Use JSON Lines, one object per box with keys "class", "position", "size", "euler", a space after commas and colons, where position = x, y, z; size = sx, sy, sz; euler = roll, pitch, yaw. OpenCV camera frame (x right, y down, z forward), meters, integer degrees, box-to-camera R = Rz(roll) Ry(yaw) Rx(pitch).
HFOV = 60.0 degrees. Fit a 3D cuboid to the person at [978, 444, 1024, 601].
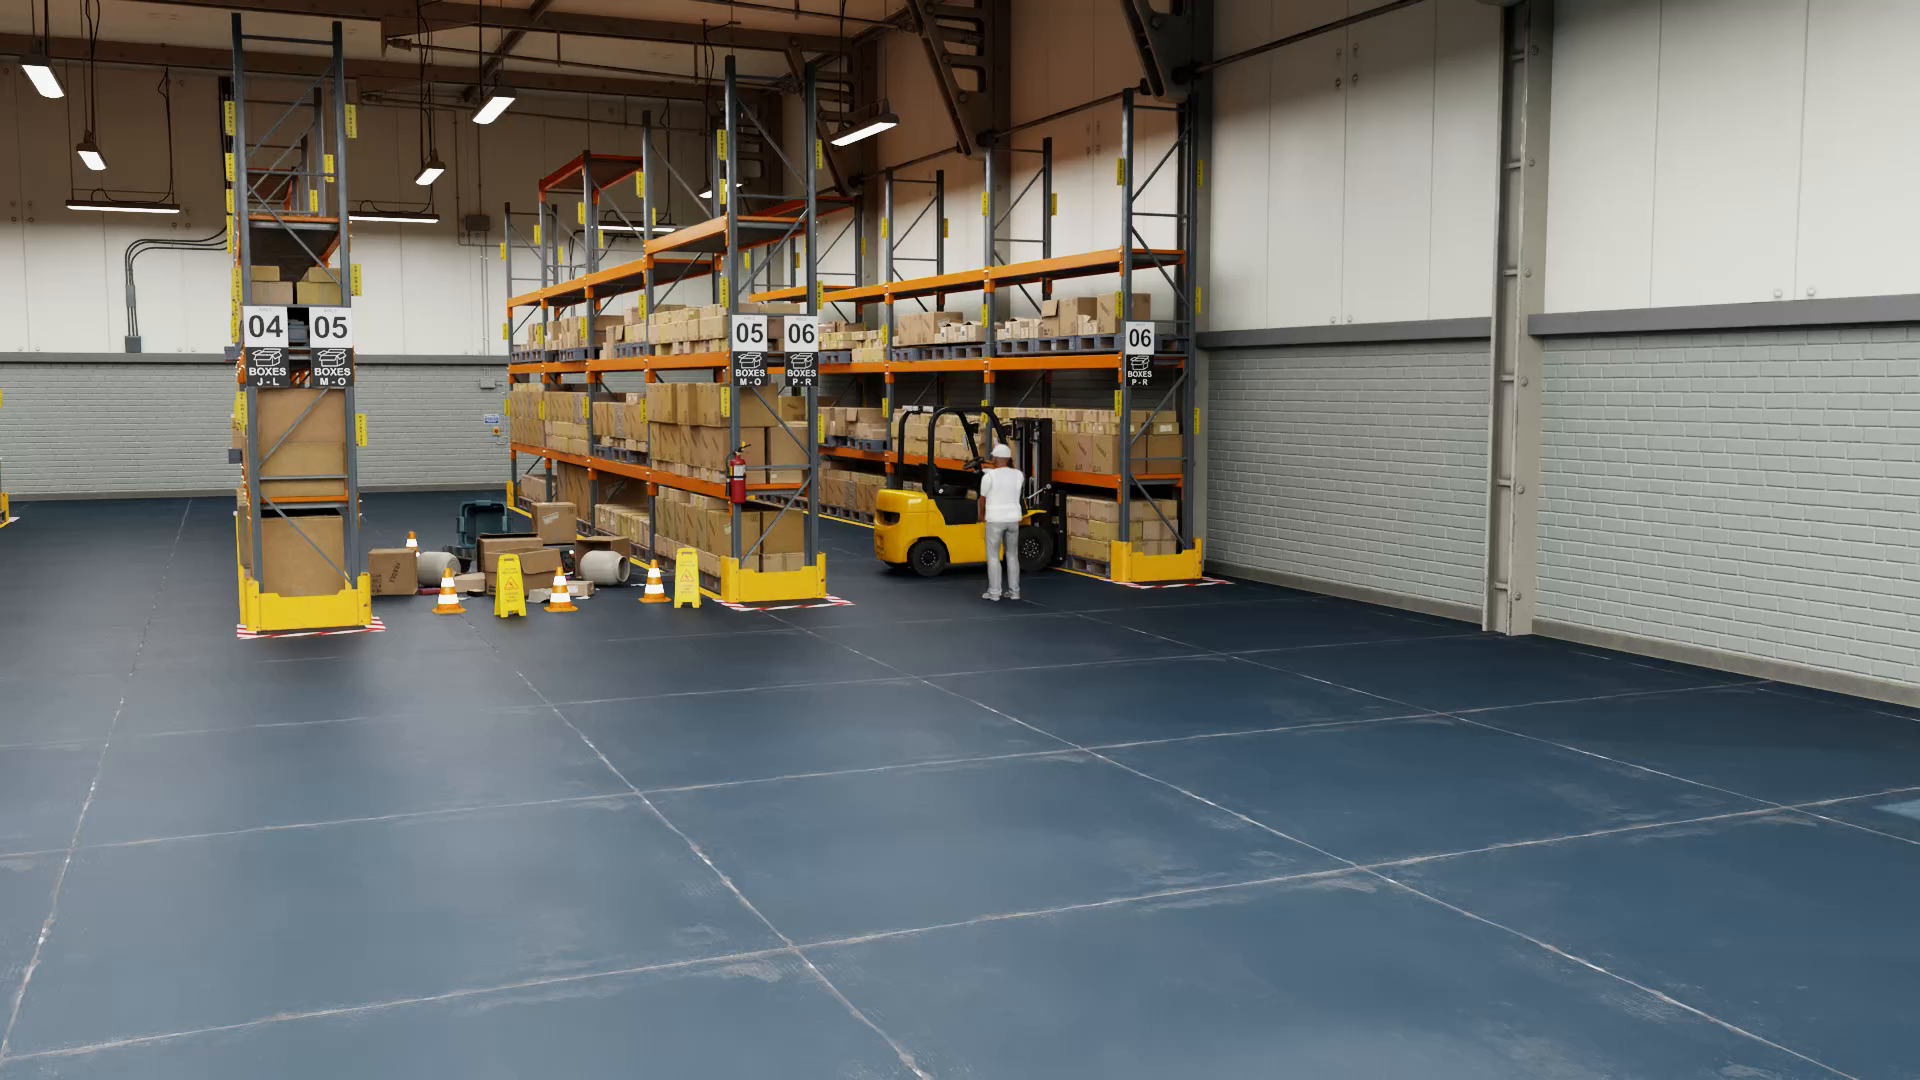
{"class": "person", "position": [0.429, -0.213, 18.918], "size": [0.505, 1.763, 0.568], "euler": [-2, 6, -24]}
